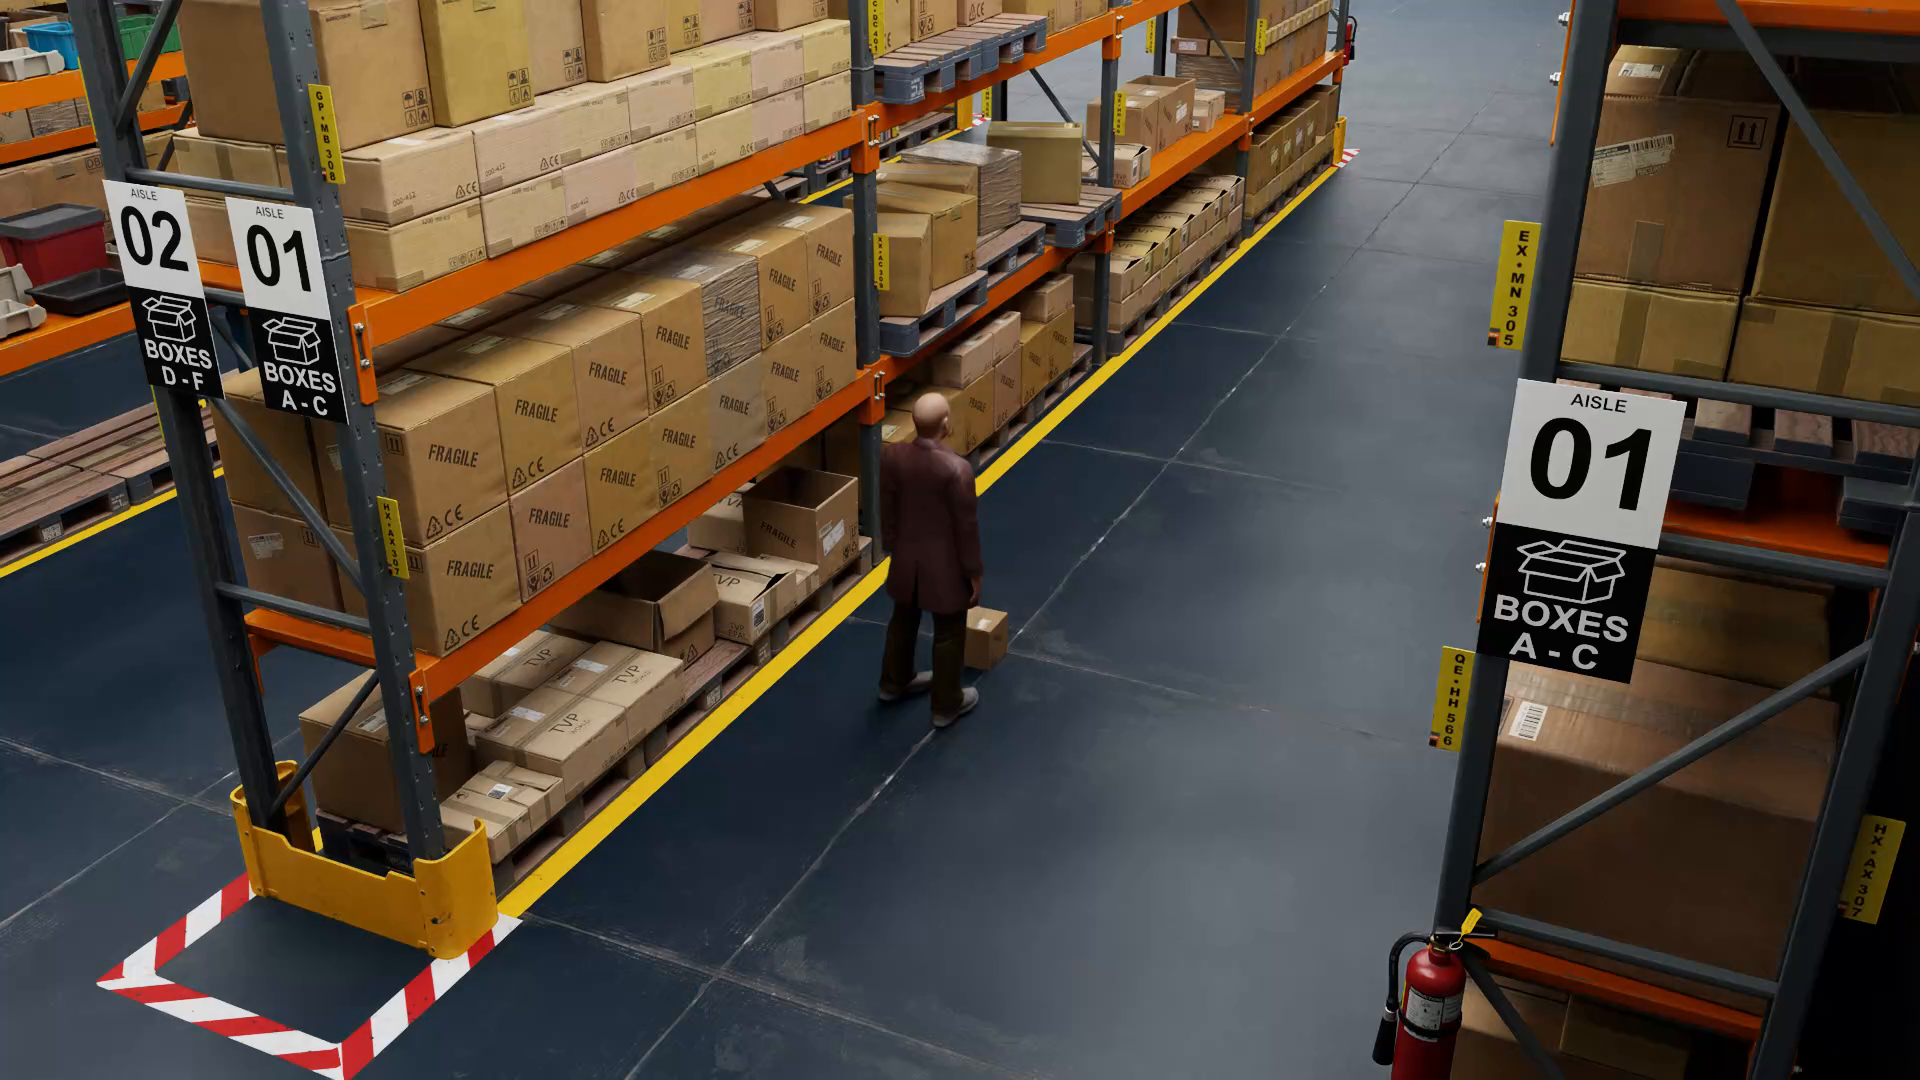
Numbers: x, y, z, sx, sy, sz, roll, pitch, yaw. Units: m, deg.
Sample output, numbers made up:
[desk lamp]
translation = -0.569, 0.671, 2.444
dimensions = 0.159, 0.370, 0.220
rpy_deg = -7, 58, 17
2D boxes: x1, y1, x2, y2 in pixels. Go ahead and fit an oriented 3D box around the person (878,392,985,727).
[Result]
[person]
translation = -0.109, 0.079, 8.438
dimensions = 0.638, 1.782, 0.425
rpy_deg = 15, 30, 29
